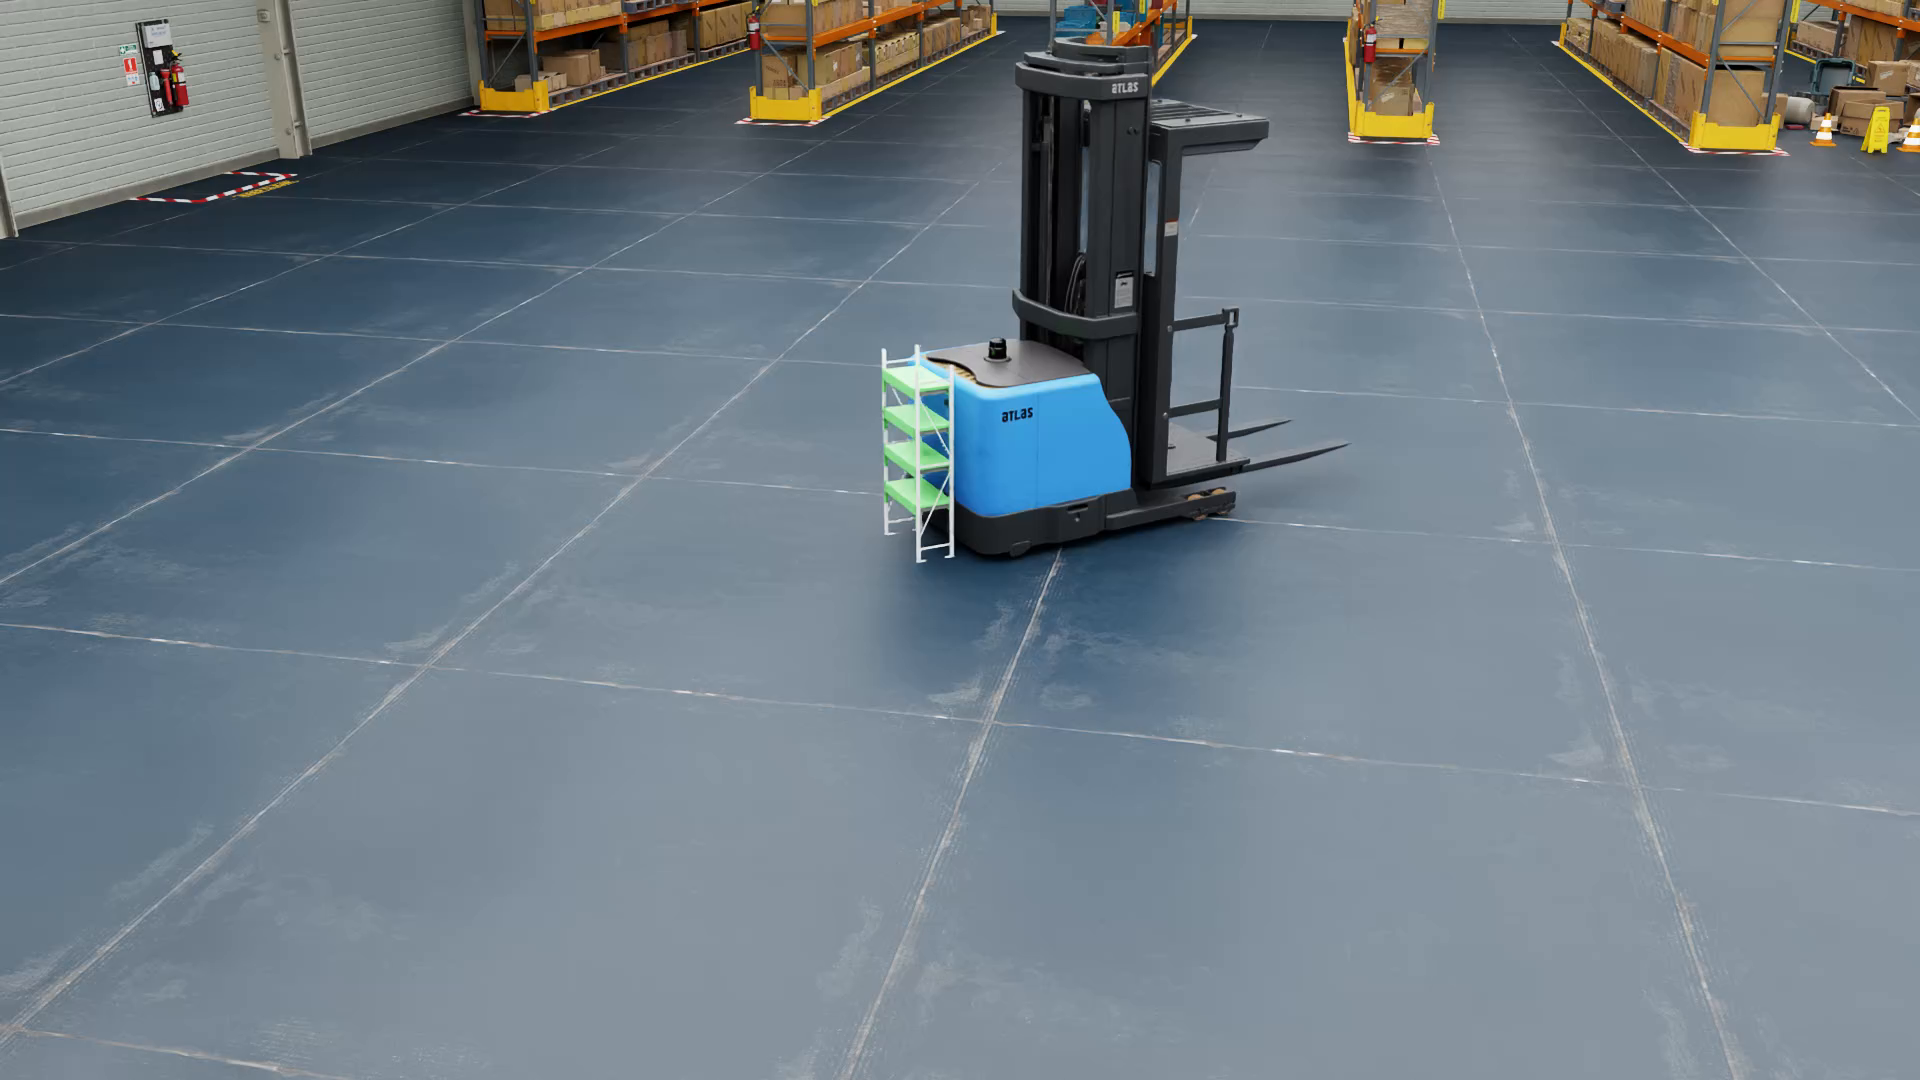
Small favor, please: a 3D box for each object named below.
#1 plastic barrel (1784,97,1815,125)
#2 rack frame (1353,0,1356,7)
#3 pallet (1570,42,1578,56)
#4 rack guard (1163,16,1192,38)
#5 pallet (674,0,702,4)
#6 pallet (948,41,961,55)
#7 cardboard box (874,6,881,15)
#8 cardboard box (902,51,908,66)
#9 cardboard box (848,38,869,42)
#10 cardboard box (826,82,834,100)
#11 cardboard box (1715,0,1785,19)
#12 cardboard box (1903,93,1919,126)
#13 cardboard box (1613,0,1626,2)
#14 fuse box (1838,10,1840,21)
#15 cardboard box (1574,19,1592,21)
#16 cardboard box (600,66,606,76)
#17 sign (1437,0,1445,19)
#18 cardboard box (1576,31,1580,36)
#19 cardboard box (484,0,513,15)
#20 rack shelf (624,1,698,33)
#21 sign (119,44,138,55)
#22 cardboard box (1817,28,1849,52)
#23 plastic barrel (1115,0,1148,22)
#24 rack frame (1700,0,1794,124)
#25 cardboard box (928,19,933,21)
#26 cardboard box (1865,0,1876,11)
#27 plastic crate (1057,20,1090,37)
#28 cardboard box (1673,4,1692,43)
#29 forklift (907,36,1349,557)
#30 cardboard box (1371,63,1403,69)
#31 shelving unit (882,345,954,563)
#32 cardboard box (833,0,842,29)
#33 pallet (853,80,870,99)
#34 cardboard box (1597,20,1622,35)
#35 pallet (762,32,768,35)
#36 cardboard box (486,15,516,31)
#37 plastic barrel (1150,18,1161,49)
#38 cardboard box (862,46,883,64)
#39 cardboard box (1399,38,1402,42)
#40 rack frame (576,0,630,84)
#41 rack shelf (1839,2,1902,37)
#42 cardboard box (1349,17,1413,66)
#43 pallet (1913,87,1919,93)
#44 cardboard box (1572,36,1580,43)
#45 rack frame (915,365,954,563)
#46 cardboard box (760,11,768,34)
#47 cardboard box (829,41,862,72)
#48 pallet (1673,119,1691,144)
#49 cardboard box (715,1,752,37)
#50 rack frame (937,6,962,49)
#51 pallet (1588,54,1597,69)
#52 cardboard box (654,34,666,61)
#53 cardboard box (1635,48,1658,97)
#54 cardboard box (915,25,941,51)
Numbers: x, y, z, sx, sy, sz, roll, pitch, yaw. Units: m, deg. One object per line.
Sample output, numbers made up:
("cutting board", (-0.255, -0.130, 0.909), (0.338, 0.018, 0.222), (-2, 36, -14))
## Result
("plastic barrel", (13.703, -7.051, 27.296), (0.421, 0.421, 0.512), (-16, 27, -35))
("rack frame", (10.046, -13.582, 40.062), (1.000, 3.000, 0.127), (4, 22, 11))
("pallet", (14.414, -11.107, 37.648), (1.003, 0.211, 1.213), (4, 22, 11))
("rack guard", (5.189, -12.810, 41.491), (1.175, 0.500, 0.348), (4, 22, 11))
("pallet", (-6.175, -11.431, 34.979), (1.213, 0.211, 1.003), (4, 22, 11))
("pallet", (-0.596, -11.282, 38.084), (1.003, 0.211, 1.213), (4, 22, 11))
("cardboard box", (-1.719, -10.142, 31.857), (0.380, 0.149, 0.250), (4, 22, 11))
("cardboard box", (-1.359, -9.749, 33.663), (0.500, 0.250, 0.500), (5, 22, 12))
("cardboard box", (-1.988, -9.856, 33.178), (0.500, 0.311, 0.500), (4, 22, 10))
("cardboard box", (-2.490, -7.769, 28.746), (0.500, 0.250, 0.500), (4, 22, 11))
("cardboard box", (11.730, -8.019, 24.602), (0.875, 0.550, 0.550), (4, 22, 11))
("cardboard box", (15.748, -6.991, 27.041), (0.500, 0.500, 0.500), (-16, 27, -35))
("cardboard box", (12.899, -10.535, 32.271), (0.380, 0.149, 0.250), (5, 22, 12))
("fuse box", (22.902, -14.079, 43.022), (0.539, 1.711, 0.414), (4, 22, 11))
("cardboard box", (14.503, -12.040, 38.690), (0.380, 0.149, 0.250), (5, 22, 12))
("cardboard box", (-7.030, -9.018, 31.934), (0.380, 0.166, 0.250), (2, 22, 4))
("sign", (7.312, -8.091, 25.269), (0.100, 0.325, 0.005), (4, 22, 11))
("cardboard box", (14.329, -11.623, 38.055), (0.380, 0.149, 0.250), (3, 22, 8))
("cardboard box", (-7.878, -9.339, 28.698), (0.500, 0.500, 0.500), (4, 22, 10))
("rack shelf", (-6.542, -10.724, 33.929), (1.077, 0.370, 4.000), (4, 22, 11))
("sign", (-10.440, -6.159, 20.874), (0.001, 0.109, 0.331), (4, 22, 11))
("cardboard box", (19.347, -10.919, 36.317), (0.875, 0.438, 0.875), (4, 22, 9))
("plastic barrel", (3.124, -9.922, 30.303), (0.600, 0.901, 0.708), (4, 22, 11))
("rack frame", (11.616, -7.315, 24.503), (1.000, 3.000, 0.127), (4, 22, 11))
("cardboard box", (-0.903, -11.566, 37.814), (0.500, 0.500, 0.500), (5, 22, 12))
("cardboard box", (18.248, -10.596, 32.848), (0.500, 0.250, 0.500), (4, 22, 10))
("plastic crate", (1.880, -8.482, 27.598), (0.499, 0.251, 0.408), (4, 22, 11))
("cardboard box", (12.053, -8.321, 26.798), (0.875, 0.550, 0.550), (4, 22, 11))
("forklift", (1.195, -1.642, 10.508), (3.031, 2.935, 1.130), (-12, 25, -28))
("cardboard box", (7.477, -8.085, 29.198), (0.500, 0.500, 0.500), (4, 22, 9))
("shelving unit", (-0.254, -0.521, 10.041), (0.258, 1.200, 0.503), (-10, 24, -23))
("cardboard box", (-2.495, -9.270, 29.221), (0.700, 0.500, 0.500), (5, 23, 13))
("pallet", (-2.303, -8.369, 30.851), (1.003, 0.211, 1.213), (4, 22, 11))
("cardboard box", (13.549, -10.642, 34.543), (0.500, 0.250, 0.500), (5, 22, 12))
("pallet", (-5.086, -12.231, 40.439), (1.003, 0.211, 1.213), (4, 22, 11))
("cardboard box", (-7.861, -8.989, 28.831), (0.500, 0.250, 0.500), (5, 22, 12))
("plastic barrel", (4.109, -11.262, 36.547), (0.600, 0.901, 0.708), (4, 22, 11))
("cardboard box", (-1.772, -9.262, 31.703), (0.500, 0.311, 0.500), (5, 22, 11))
("cardboard box", (7.321, -8.158, 26.930), (0.380, 0.149, 0.250), (4, 22, 11))
("rack frame", (-6.950, -10.326, 31.978), (1.000, 3.000, 0.127), (4, 22, 11))
("rack shelf", (18.523, -10.299, 32.873), (1.077, 0.370, 4.000), (4, 22, 11))
("cardboard box", (8.575, -10.116, 33.739), (1.225, 0.875, 0.875), (3, 22, 8))
("pallet", (17.703, -7.877, 29.629), (1.003, 0.211, 1.213), (4, 22, 11))
("cardboard box", (14.189, -11.409, 37.920), (0.380, 0.149, 0.250), (3, 22, 8))
("rack frame", (-0.150, -0.439, 9.837), (0.240, 1.200, 0.015), (-10, 24, -23))
("cardboard box", (-5.065, -12.553, 40.291), (0.700, 0.500, 0.500), (5, 22, 12))
("cardboard box", (-2.094, -8.849, 30.425), (0.500, 0.500, 0.500), (4, 22, 11))
("pallet", (11.703, -6.320, 25.764), (1.003, 0.211, 1.213), (4, 22, 11))
("cardboard box", (-5.323, -12.202, 38.951), (0.750, 0.750, 0.750), (5, 22, 12))
("rack frame", (-0.467, -12.876, 38.309), (1.000, 3.000, 0.127), (4, 22, 11))
("pallet", (13.907, -10.126, 35.213), (1.003, 0.211, 1.213), (4, 22, 11))
("cardboard box", (-6.522, -10.203, 34.429), (0.700, 0.500, 0.500), (4, 22, 11))
("cardboard box", (12.471, -8.163, 29.057), (1.050, 0.750, 0.750), (4, 22, 11))
("cardboard box", (-0.702, -10.977, 36.351), (0.500, 0.500, 0.500), (4, 22, 10))
